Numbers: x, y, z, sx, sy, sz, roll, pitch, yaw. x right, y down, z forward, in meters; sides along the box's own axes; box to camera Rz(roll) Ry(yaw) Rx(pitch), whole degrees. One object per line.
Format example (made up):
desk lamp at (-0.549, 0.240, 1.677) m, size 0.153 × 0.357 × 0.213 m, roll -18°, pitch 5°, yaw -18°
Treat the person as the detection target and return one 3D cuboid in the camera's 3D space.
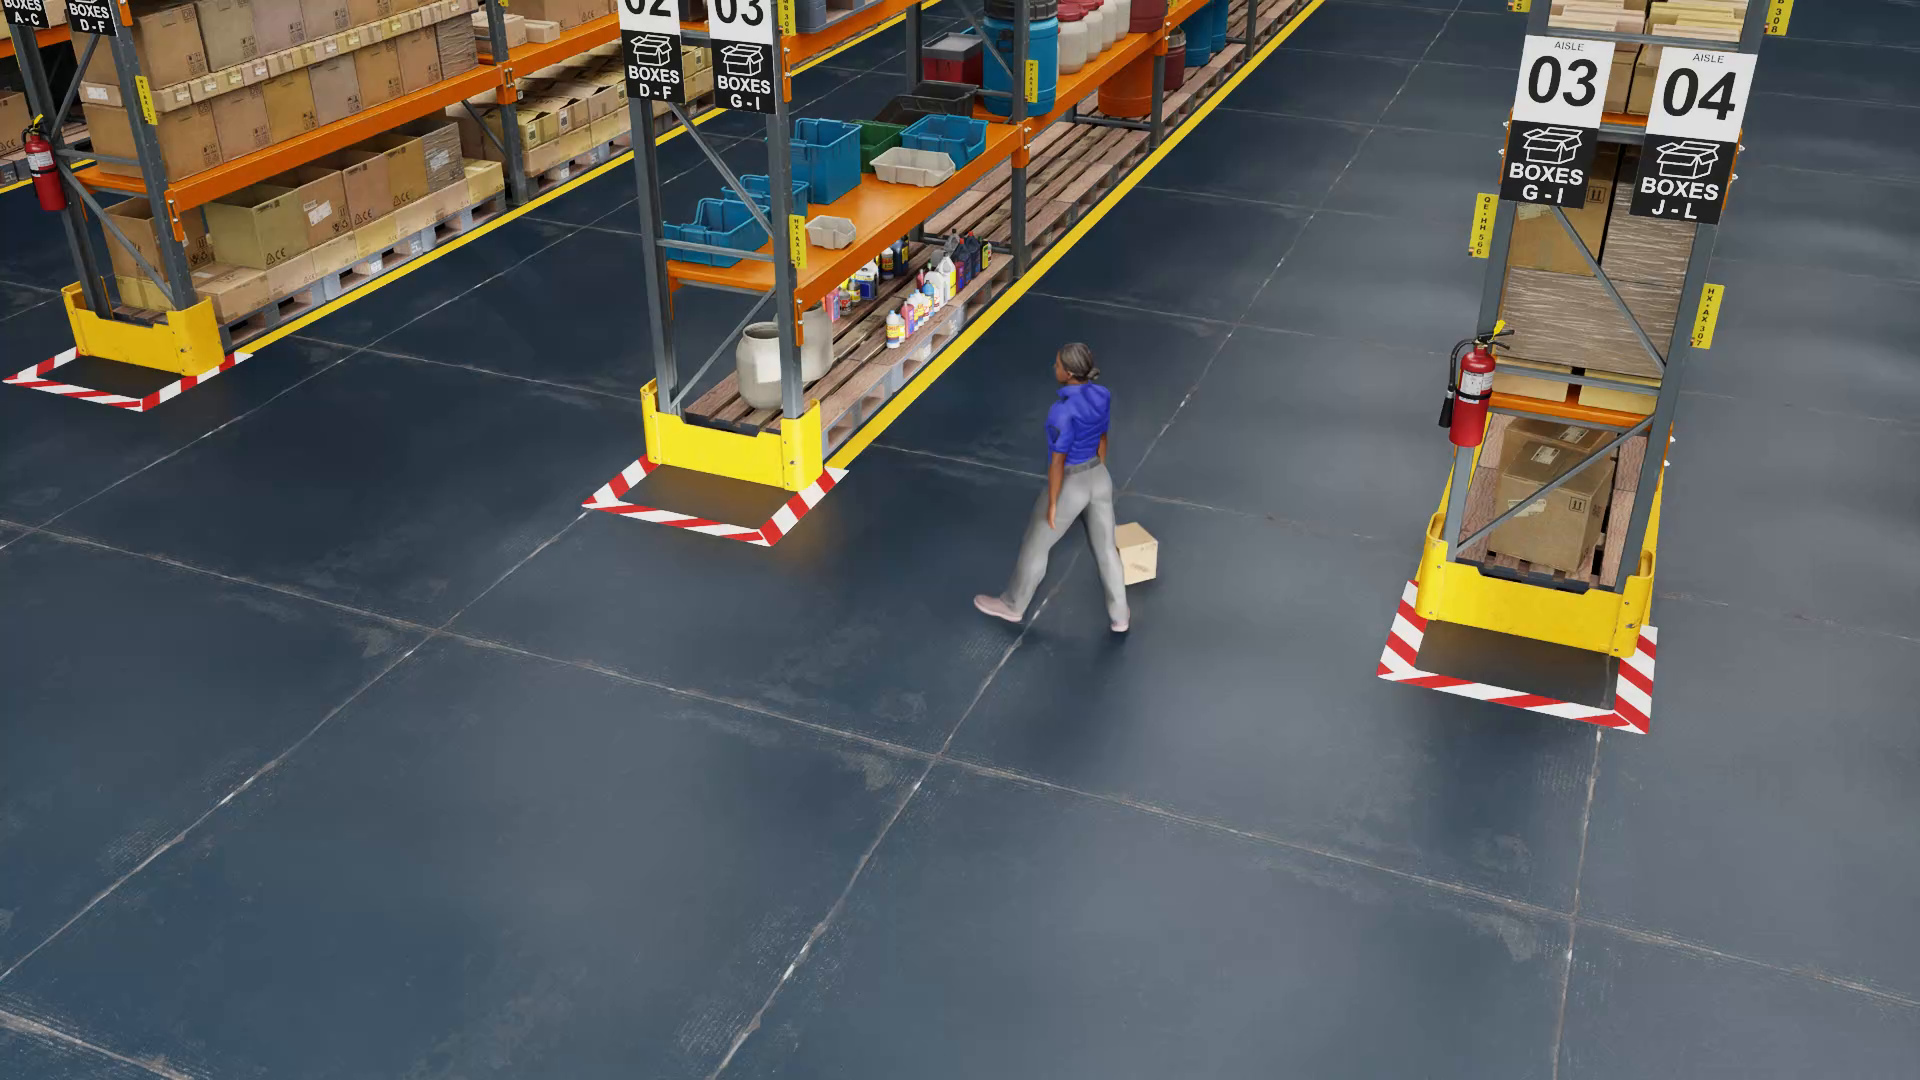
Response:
person at (0.548, -0.276, 8.854) m, size 0.671 × 1.634 × 0.738 m, roll -25°, pitch 38°, yaw -36°
